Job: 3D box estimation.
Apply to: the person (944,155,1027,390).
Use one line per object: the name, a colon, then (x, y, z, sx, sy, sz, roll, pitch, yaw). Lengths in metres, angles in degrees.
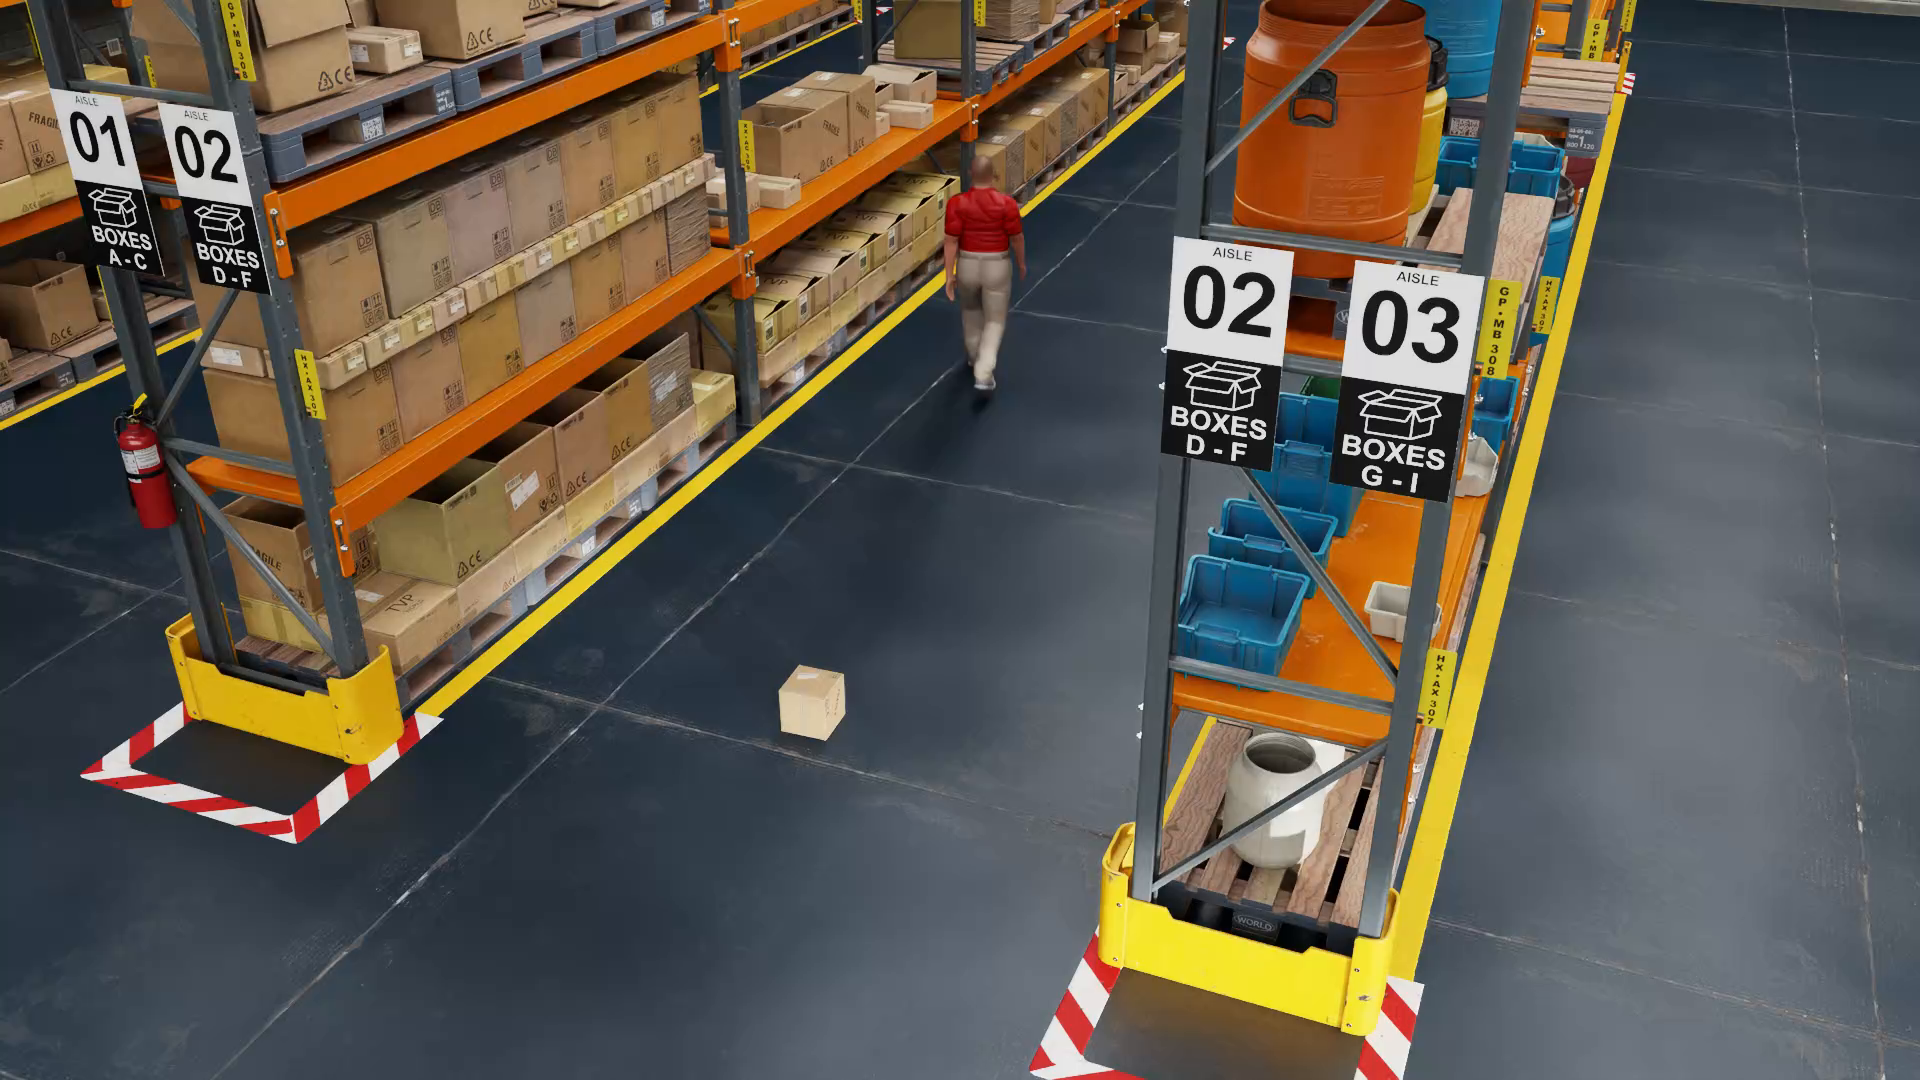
person: (0.183, -1.928, 11.838, 0.549, 1.679, 1.007, 6, 30, 10)
